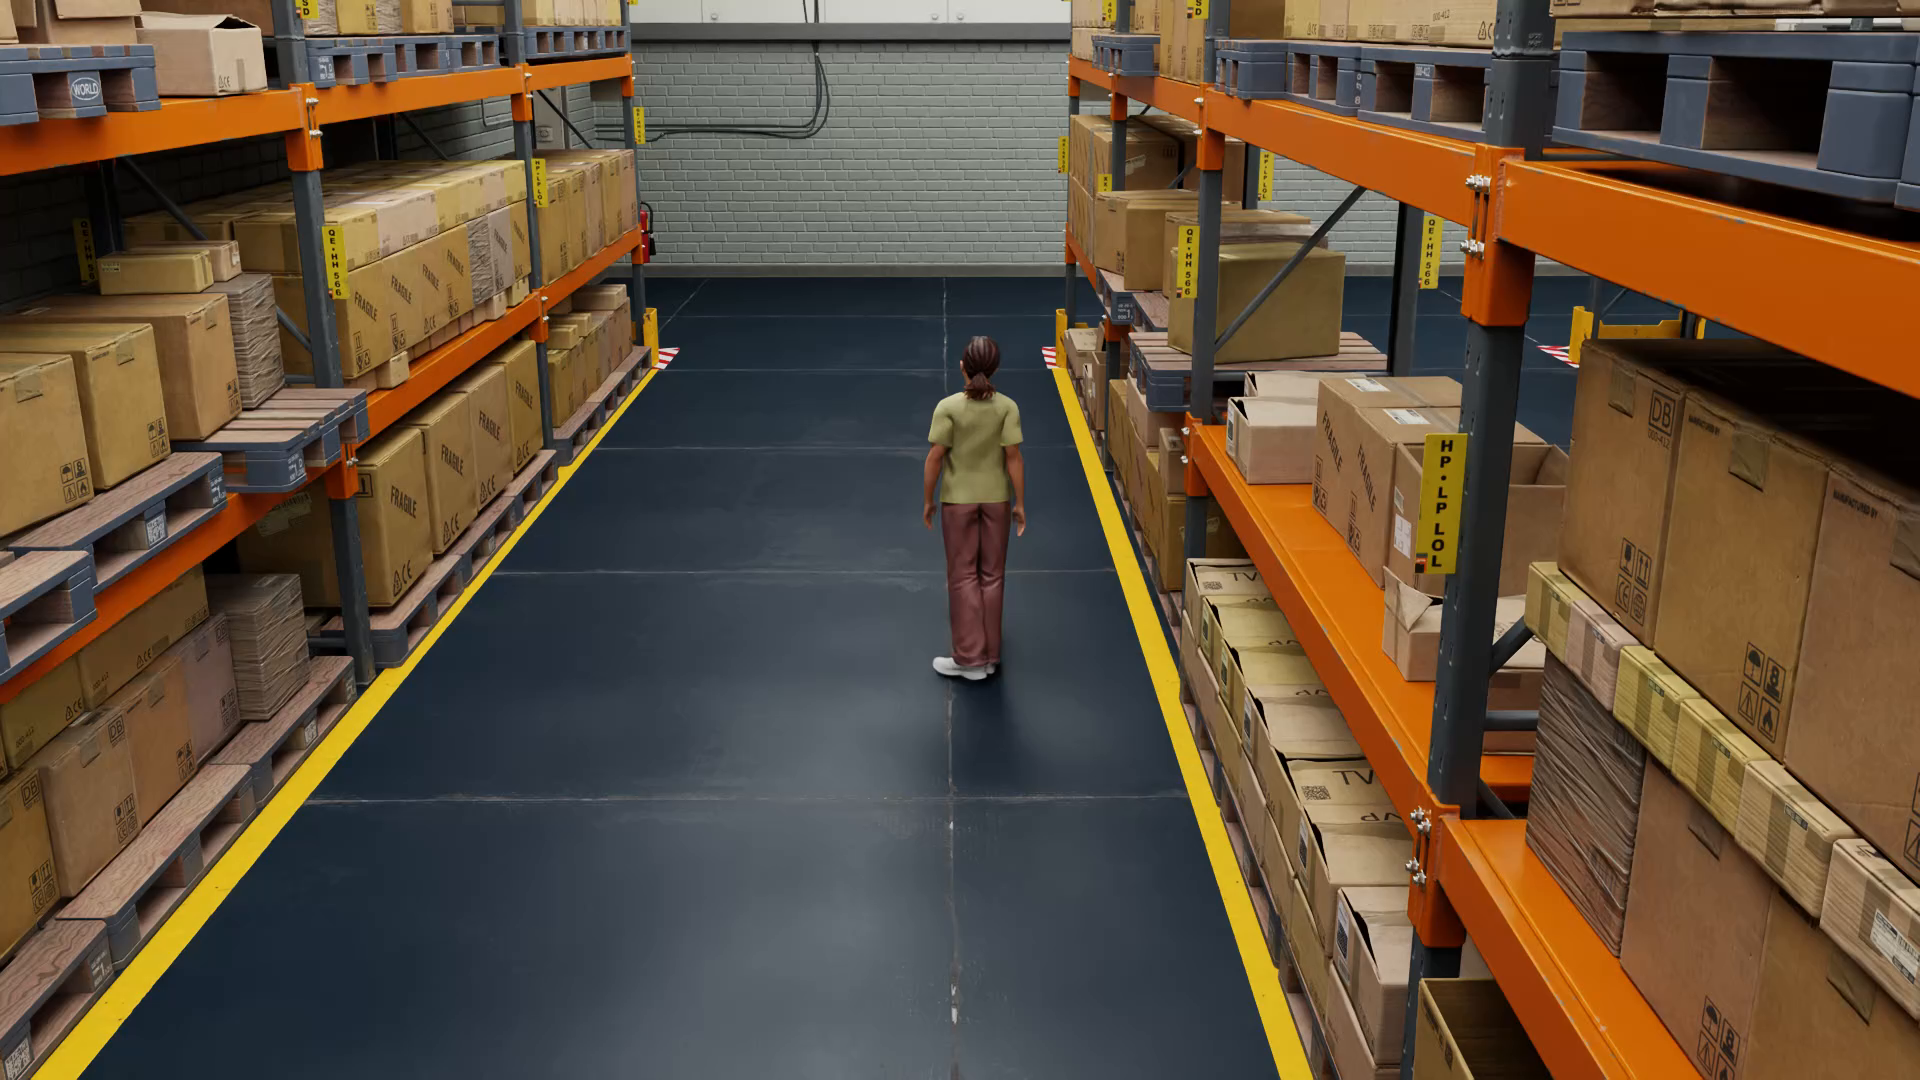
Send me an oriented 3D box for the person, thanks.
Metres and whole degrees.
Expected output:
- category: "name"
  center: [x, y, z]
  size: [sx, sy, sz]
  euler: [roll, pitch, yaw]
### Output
- category: "person"
  center: [0.069, -0.153, 8.004]
  size: [0.486, 1.669, 0.394]
  euler: [-3, 17, -8]
